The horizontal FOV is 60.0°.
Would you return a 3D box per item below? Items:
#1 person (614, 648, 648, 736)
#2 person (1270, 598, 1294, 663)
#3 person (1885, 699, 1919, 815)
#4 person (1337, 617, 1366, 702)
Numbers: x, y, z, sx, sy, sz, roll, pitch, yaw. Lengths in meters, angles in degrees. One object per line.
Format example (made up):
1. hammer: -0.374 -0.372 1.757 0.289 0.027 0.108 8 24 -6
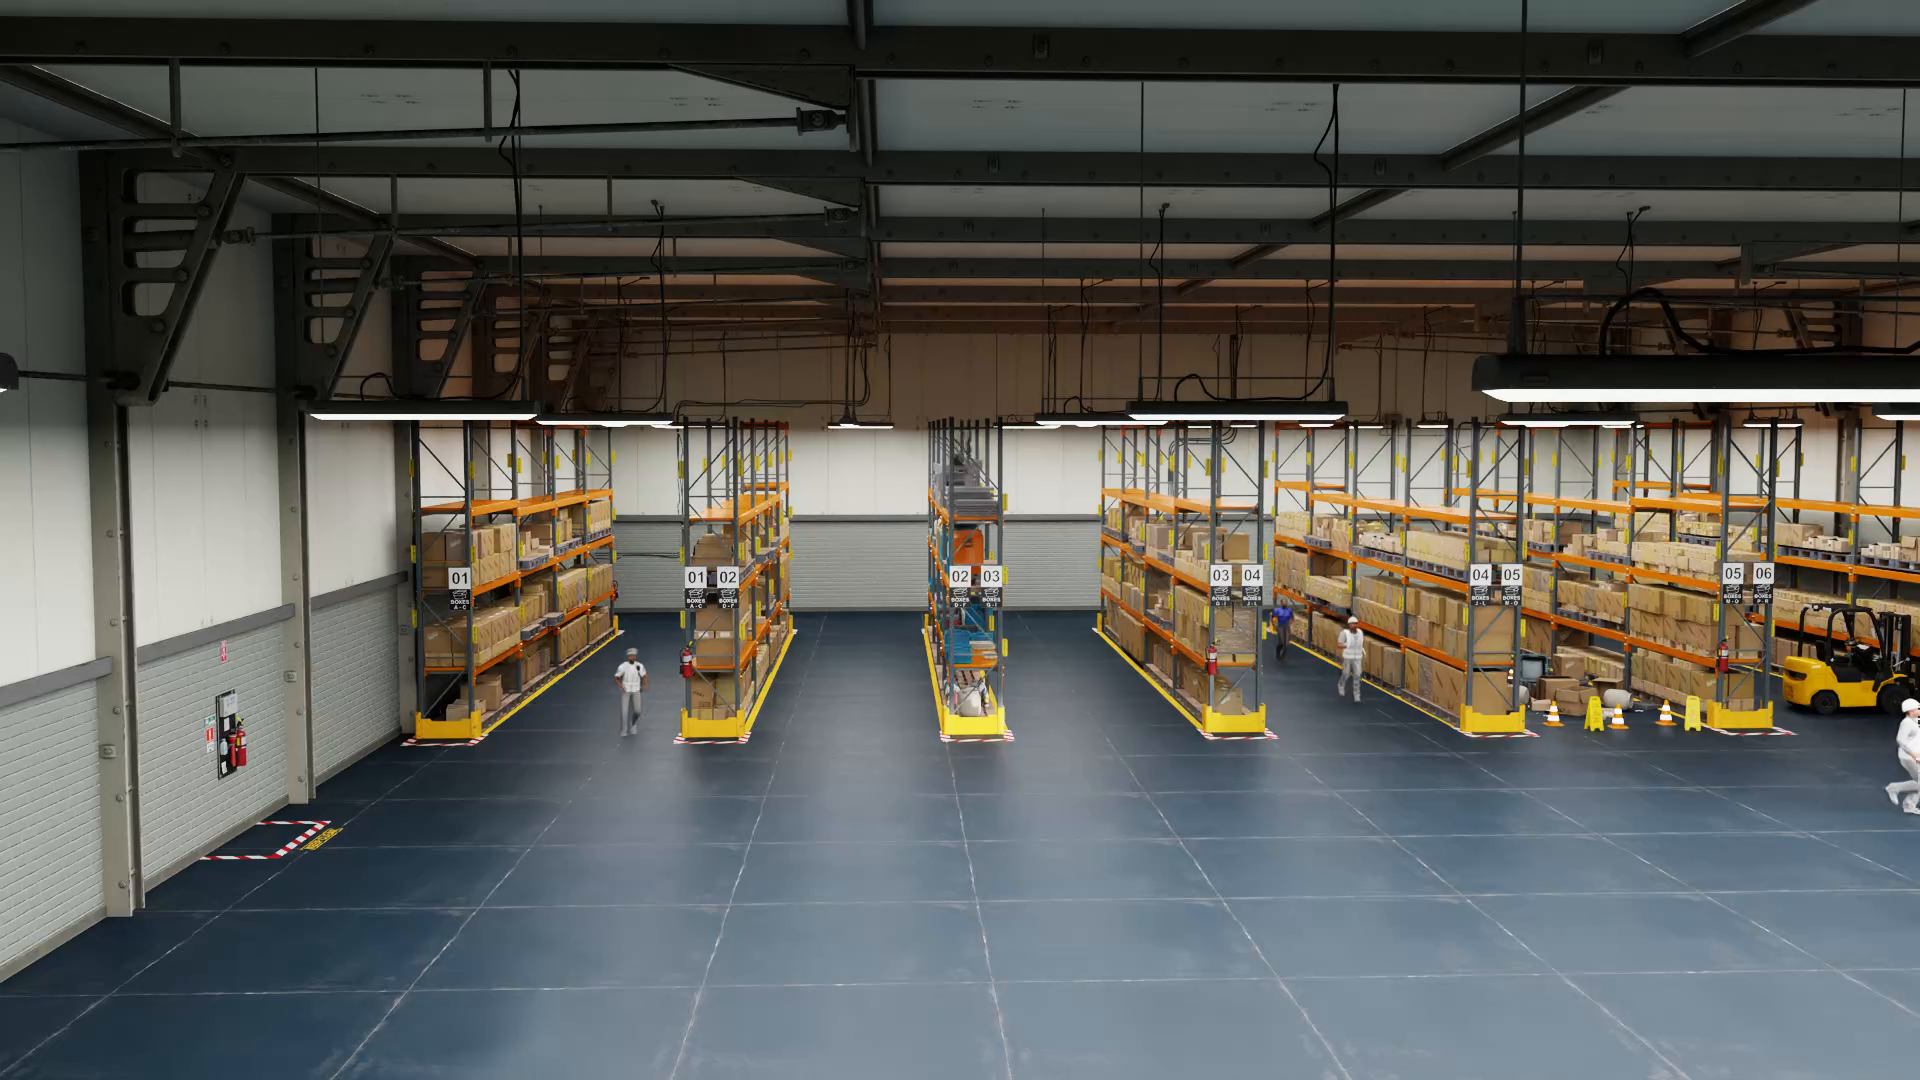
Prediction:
1. person: -6.165 2.858 31.225 0.643 1.656 0.494 -1 4 -18
2. person: 7.984 2.233 41.010 0.560 1.613 0.576 0 4 -6
3. person: 14.223 3.241 24.898 0.583 1.729 0.665 3 5 37
4. person: 8.295 2.503 35.247 0.685 1.765 0.984 0 4 -7
